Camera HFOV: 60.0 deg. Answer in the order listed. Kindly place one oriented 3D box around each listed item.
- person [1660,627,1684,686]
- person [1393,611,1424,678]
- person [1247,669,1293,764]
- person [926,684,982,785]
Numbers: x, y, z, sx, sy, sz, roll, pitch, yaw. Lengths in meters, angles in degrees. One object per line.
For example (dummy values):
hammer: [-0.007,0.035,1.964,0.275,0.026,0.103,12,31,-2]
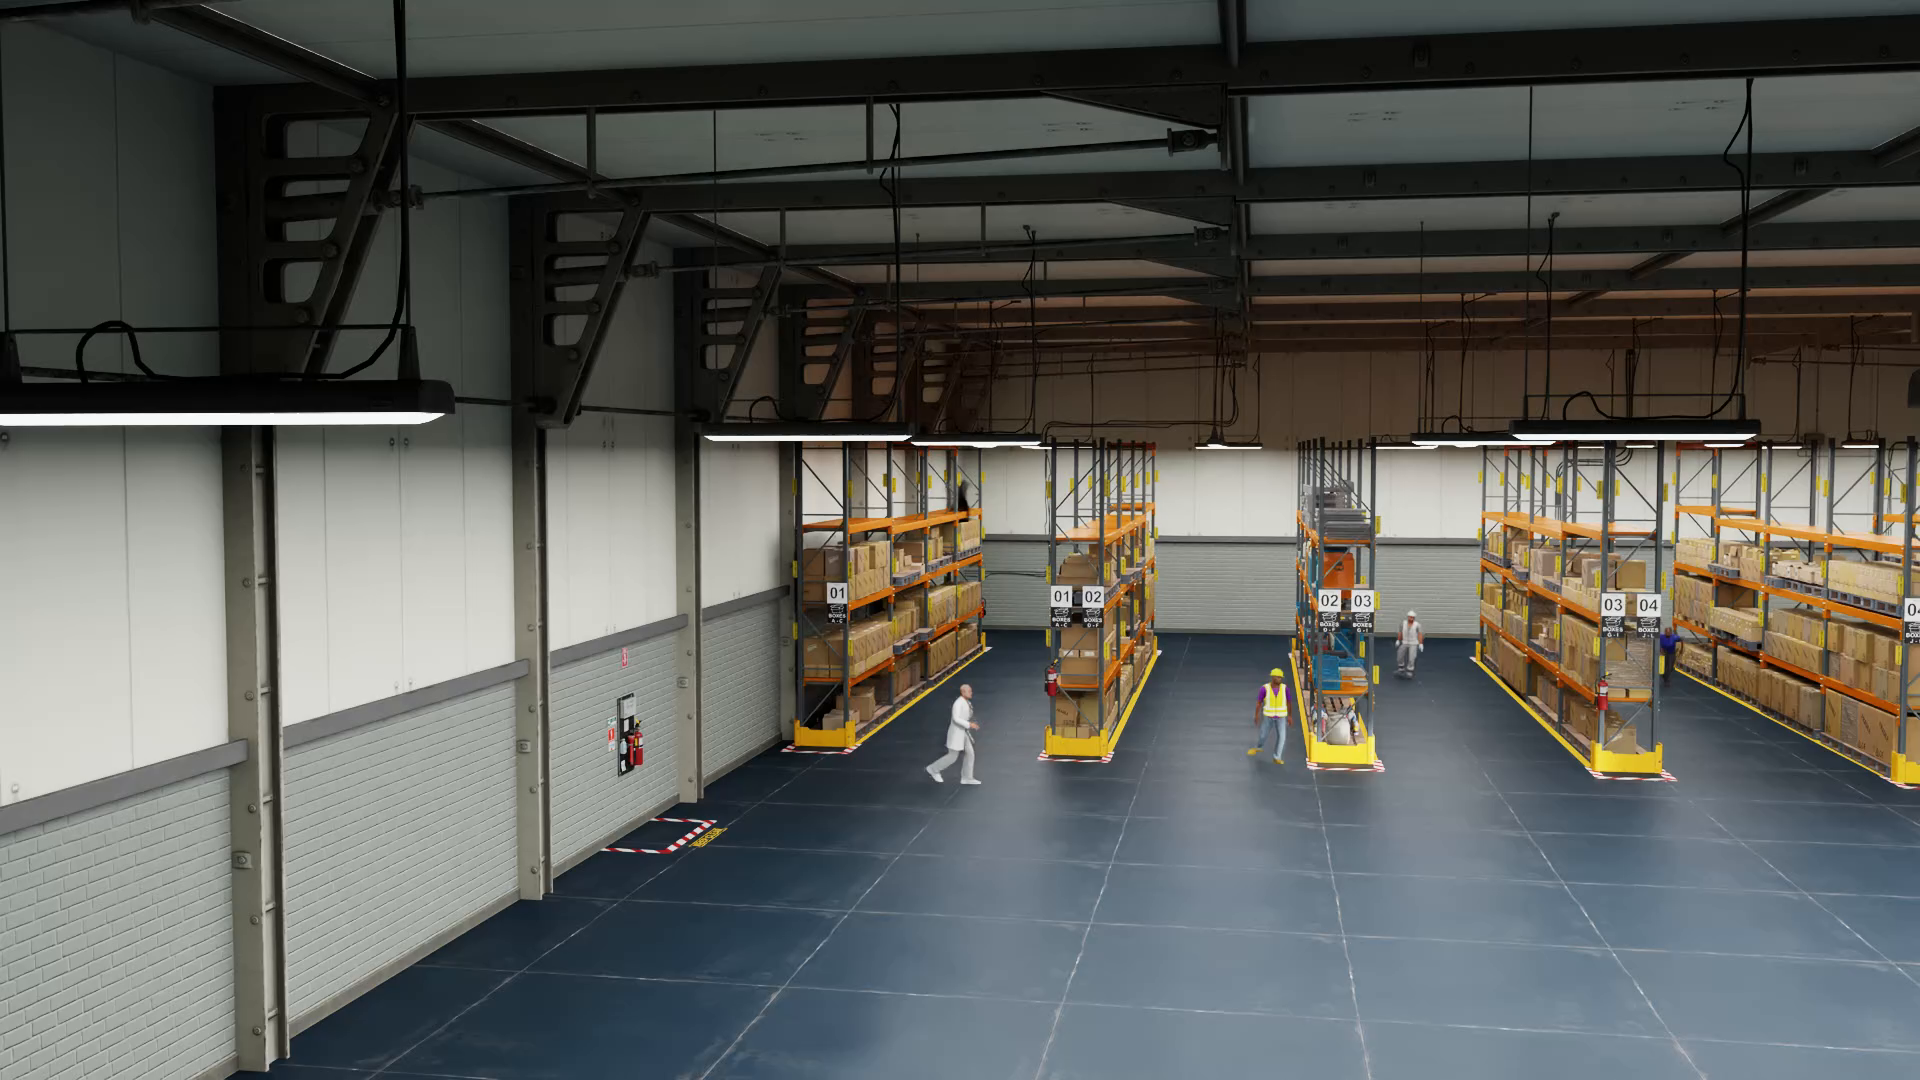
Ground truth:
person: [17.294,2.871,40.494,0.598,1.430,0.766,1,3,22]
person: [11.339,2.629,42.079,0.851,1.724,0.643,2,4,33]
person: [5.694,3.225,30.565,0.784,1.740,0.633,0,3,3]
person: [-0.104,3.340,28.566,0.969,1.745,0.700,1,3,19]
